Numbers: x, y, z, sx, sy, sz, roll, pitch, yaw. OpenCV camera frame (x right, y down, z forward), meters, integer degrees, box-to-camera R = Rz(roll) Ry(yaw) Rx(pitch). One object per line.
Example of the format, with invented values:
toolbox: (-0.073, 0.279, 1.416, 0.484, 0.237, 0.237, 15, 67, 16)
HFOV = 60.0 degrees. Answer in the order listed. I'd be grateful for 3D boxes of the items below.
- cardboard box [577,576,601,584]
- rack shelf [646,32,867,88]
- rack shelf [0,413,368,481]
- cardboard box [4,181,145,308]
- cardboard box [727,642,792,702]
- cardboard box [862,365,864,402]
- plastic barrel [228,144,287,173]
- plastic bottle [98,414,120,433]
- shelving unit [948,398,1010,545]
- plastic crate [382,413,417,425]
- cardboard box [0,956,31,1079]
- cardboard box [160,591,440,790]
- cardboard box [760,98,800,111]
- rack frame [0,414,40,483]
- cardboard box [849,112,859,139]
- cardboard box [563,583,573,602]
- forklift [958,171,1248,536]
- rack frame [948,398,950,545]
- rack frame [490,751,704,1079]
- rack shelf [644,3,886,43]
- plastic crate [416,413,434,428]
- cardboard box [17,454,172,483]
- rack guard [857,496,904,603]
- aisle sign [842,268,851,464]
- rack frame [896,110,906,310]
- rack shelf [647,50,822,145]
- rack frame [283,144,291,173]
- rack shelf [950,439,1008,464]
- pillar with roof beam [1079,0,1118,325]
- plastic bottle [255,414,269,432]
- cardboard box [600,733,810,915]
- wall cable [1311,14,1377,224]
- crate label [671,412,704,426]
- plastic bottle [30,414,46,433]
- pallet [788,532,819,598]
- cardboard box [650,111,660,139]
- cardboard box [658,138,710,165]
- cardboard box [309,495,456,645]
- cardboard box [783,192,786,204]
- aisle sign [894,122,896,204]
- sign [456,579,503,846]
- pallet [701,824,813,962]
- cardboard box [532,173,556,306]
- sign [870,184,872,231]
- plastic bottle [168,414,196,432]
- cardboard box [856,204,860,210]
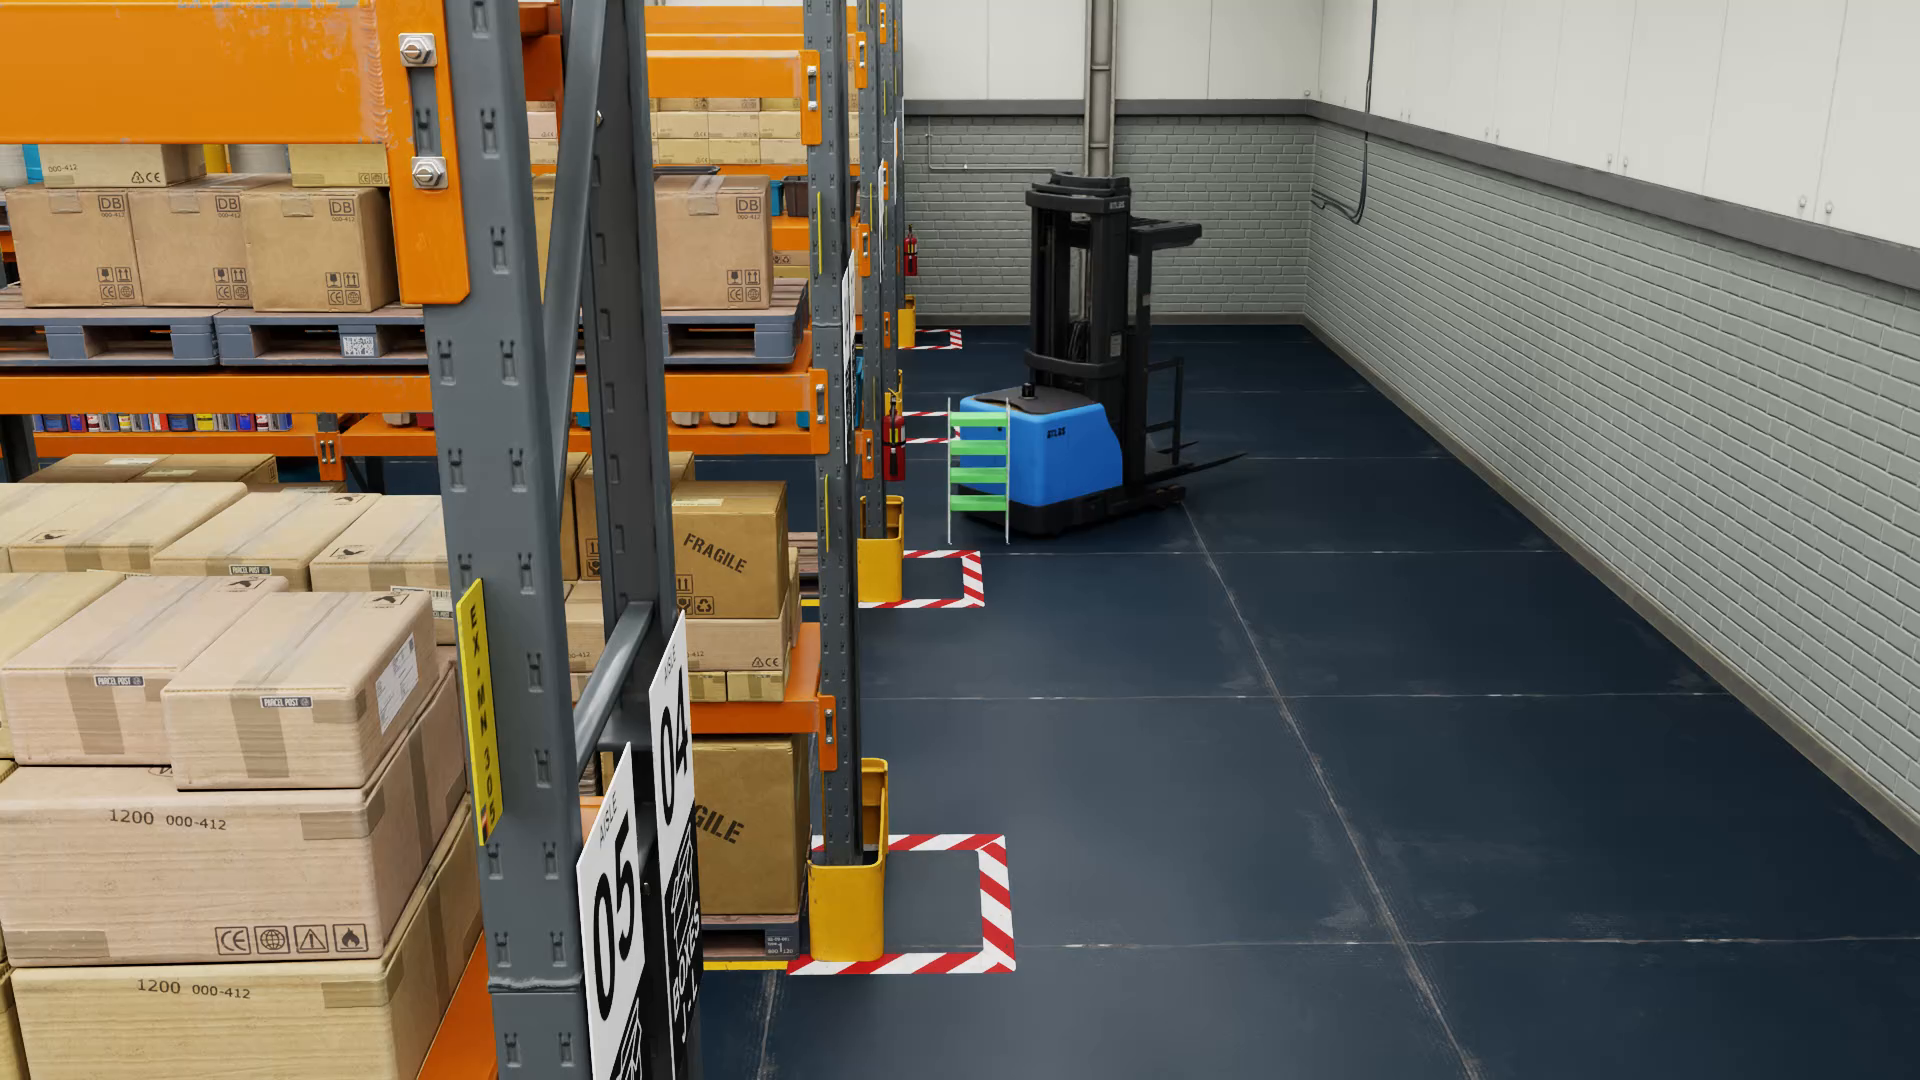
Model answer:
cardboard box: (-1.574, 0.237, 8.156, 0.500, 0.250, 0.500, 0, 18, -2)
rack shelf: (-2.649, -3.444, 11.883, 4.000, 0.370, 1.077, 0, 18, -1)
rack shelf: (-6.648, -0.758, 12.679, 4.000, 0.370, 1.077, 0, 18, -1)
cardboard box: (-3.789, -1.343, 7.399, 0.500, 0.500, 0.700, -1, 18, -4)
cardboard box: (-0.921, 0.605, 7.663, 0.250, 0.149, 0.380, 0, 18, 0)
cardboard box: (-1.263, -1.584, 17.447, 0.500, 0.500, 0.500, 0, 18, -1)
plastic barrel: (-5.179, -2.878, 12.286, 0.433, 0.535, 0.433, 0, 18, 0)
plastic bottle: (-6.273, -0.945, 12.285, 0.135, 0.276, 0.152, 0, 18, -1)
shelving unit: (0.154, -0.570, 13.859, 0.503, 1.200, 0.258, 0, 18, 0)
plastic crate: (-4.181, -0.972, 12.501, 0.243, 0.136, 0.396, 0, 18, -1)
cardboard box: (-1.554, 0.629, 2.511, 0.500, 0.250, 0.500, 0, 18, -1)
cardboard box: (-0.921, 0.205, 2.362, 0.250, 0.149, 0.380, 0, 18, -1)
cardboard box: (-1.738, -4.611, 16.799, 0.500, 0.500, 0.700, 0, 18, -1)
rack frame: (-4.570, 0.402, 7.883, 0.127, 3.000, 1.000, 0, 18, -1)
cardboard box: (-1.233, -4.157, 16.613, 0.500, 0.250, 0.500, 0, 18, -1)
cardboard box: (-2.067, 0.401, 7.646, 0.500, 0.250, 0.500, -1, 18, -3)
forklift: (1.415, -1.789, 14.827, 3.031, 2.935, 1.130, -15, 23, -40)
rack frame: (-0.090, -0.569, 13.858, 0.015, 1.200, 0.240, 0, 18, 0)
rack frame: (-0.593, 1.898, 3.219, 0.127, 3.000, 1.000, 0, 18, -1)
rack shelf: (-2.723, -5.146, 16.539, 4.000, 0.370, 1.077, 0, 18, -1)
plastic crate: (-3.752, -1.097, 12.354, 0.583, 0.464, 0.402, 0, 18, -1)
cardboard box: (-4.115, -0.109, 8.008, 0.500, 0.500, 0.500, 0, 18, 1)
rack guard: (-0.625, 0.056, 13.053, 0.348, 0.500, 1.175, 0, 18, -1)
aisle sign: (-0.494, -0.764, 7.262, 0.004, 0.787, 0.394, 0, 18, -1)
rack frame: (-0.805, -4.156, 22.091, 0.127, 3.000, 1.000, 0, 18, -1)
rack shelf: (-2.570, -1.931, 7.168, 4.000, 0.370, 1.077, 0, 18, -1)
rack frame: (-4.648, -3.967, 11.682, 0.127, 3.000, 1.000, 0, 18, -1)
rack shelf: (0.154, -0.737, 13.805, 0.480, 0.148, 0.258, 0, 18, 0)
pillar with roof beam: (1.949, -5.975, 17.940, 0.400, 9.000, 9.100, 0, 18, -1)
plastic bottle: (-5.153, -0.906, 12.288, 0.097, 0.201, 0.097, 0, 18, 0)
cardboard box: (-1.209, 1.222, 8.118, 0.875, 0.875, 0.875, 0, 18, -1)
wall cable: (4.856, -5.452, 21.394, 0.112, 2.526, 3.097, 0, 18, -1)
crate label: (-2.029, -0.968, 12.487, 0.243, 0.136, 0.396, 0, 18, -1)
plastic bottle: (-6.823, -0.942, 12.277, 0.135, 0.276, 0.152, 0, 18, -1)
pallet: (-1.474, 0.190, 13.109, 1.213, 0.211, 1.003, 0, 18, -1)
cardboard box: (-3.233, -4.147, 16.580, 0.500, 0.250, 0.500, 0, 18, -1)
cardboard box: (-2.733, -3.914, 16.672, 0.500, 0.250, 0.500, 0, 18, -1)
cardboard box: (-0.921, 0.045, 2.859, 0.250, 0.149, 0.380, 0, 18, -1)
cardboard box: (-2.042, -4.286, 22.007, 0.700, 0.700, 0.980, 0, 18, -1)
aisle sign: (-0.650, -3.787, 16.687, 0.004, 0.787, 0.394, 0, 18, -1)
sign: (-0.605, 0.218, 2.097, 0.005, 0.325, 0.100, 0, 18, -1)
pallet: (-1.369, 1.739, 8.283, 1.213, 0.211, 1.003, 0, 18, -1)
cardboard box: (-1.654, -1.356, 7.438, 0.500, 0.500, 0.700, -1, 18, -3)
sign: (-0.624, -2.340, 11.693, 0.005, 0.325, 0.100, 0, 18, -1)
plastic bottle: (-5.747, -0.982, 12.278, 0.185, 0.351, 0.144, 0, 18, -1)
cardboard box: (-1.171, -3.245, 17.451, 0.500, 0.500, 0.500, 0, 18, 1)
